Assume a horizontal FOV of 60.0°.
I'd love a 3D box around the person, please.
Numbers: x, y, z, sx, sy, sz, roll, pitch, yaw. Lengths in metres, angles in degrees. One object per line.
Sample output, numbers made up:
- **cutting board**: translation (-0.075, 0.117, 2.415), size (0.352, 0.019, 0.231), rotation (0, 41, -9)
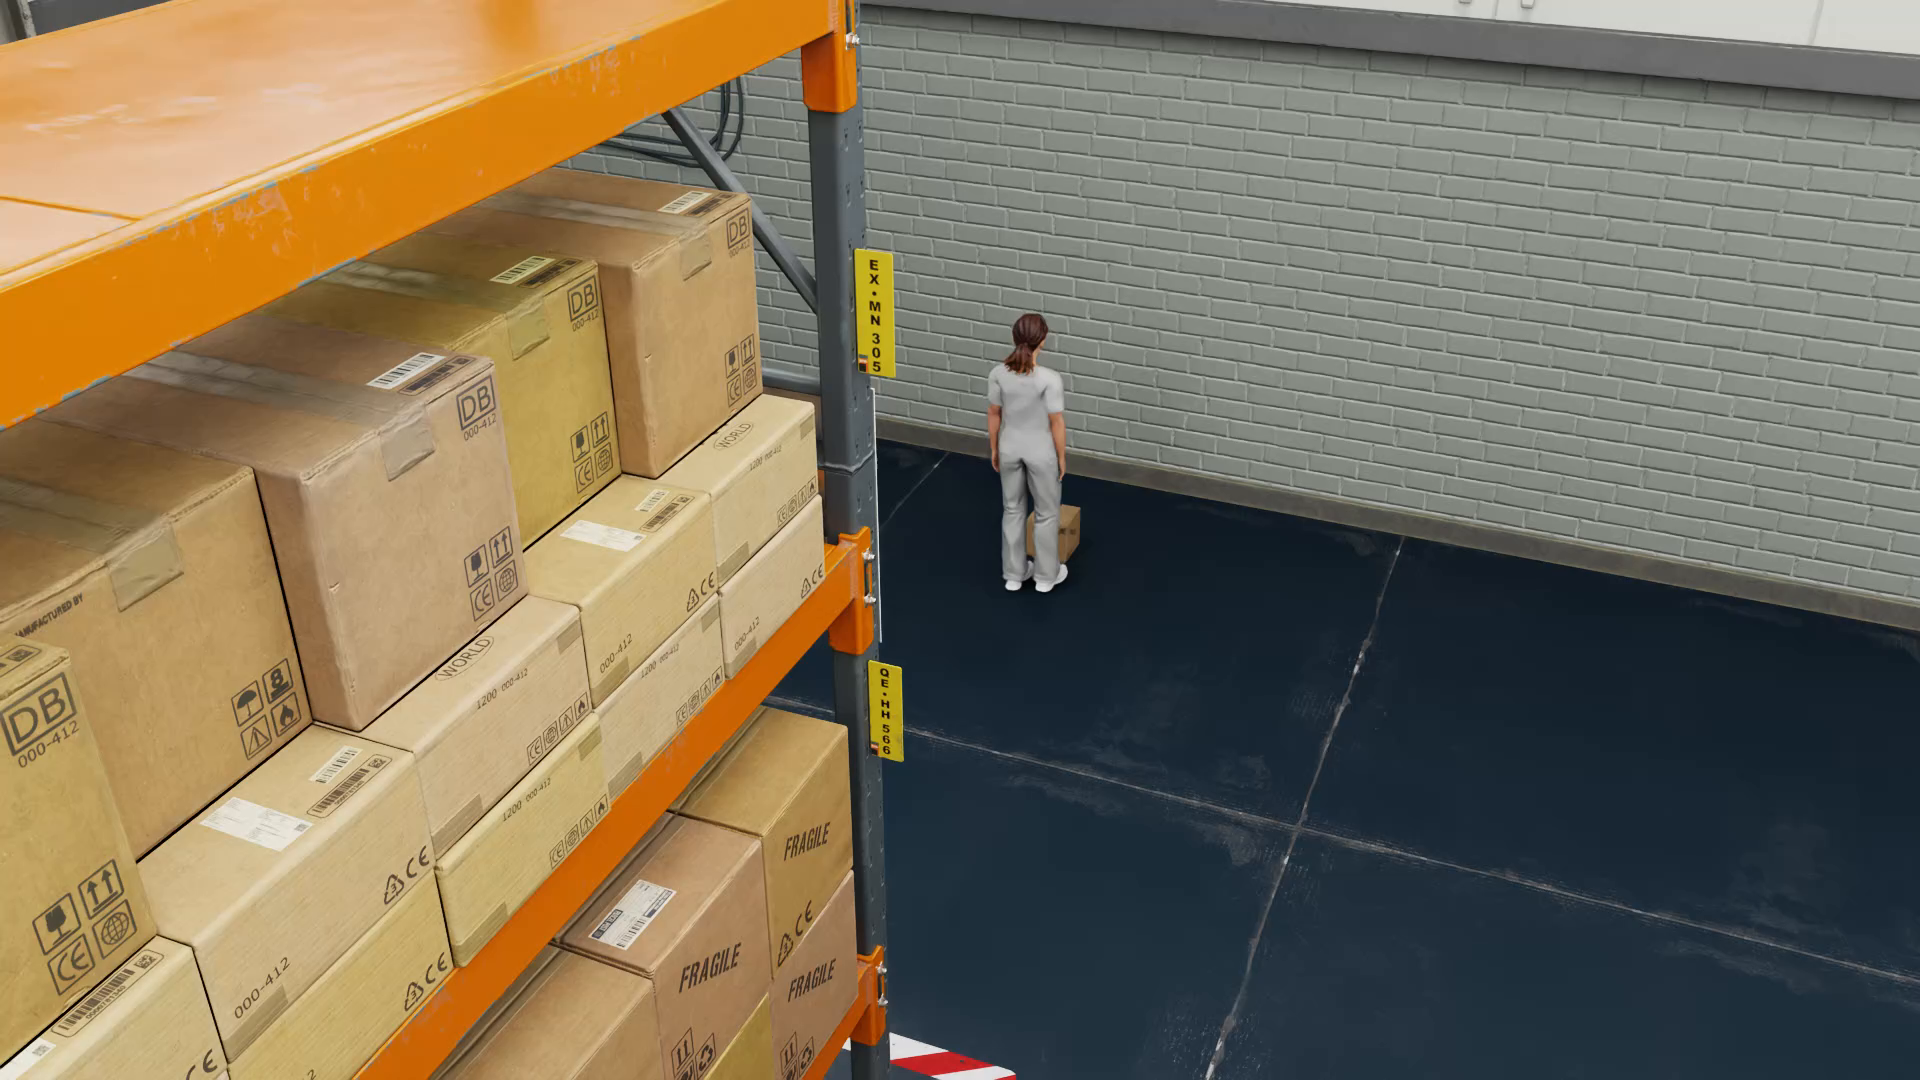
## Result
- **person**: translation (0.383, -0.477, 9.199), size (0.448, 1.684, 0.455), rotation (11, 32, 19)
